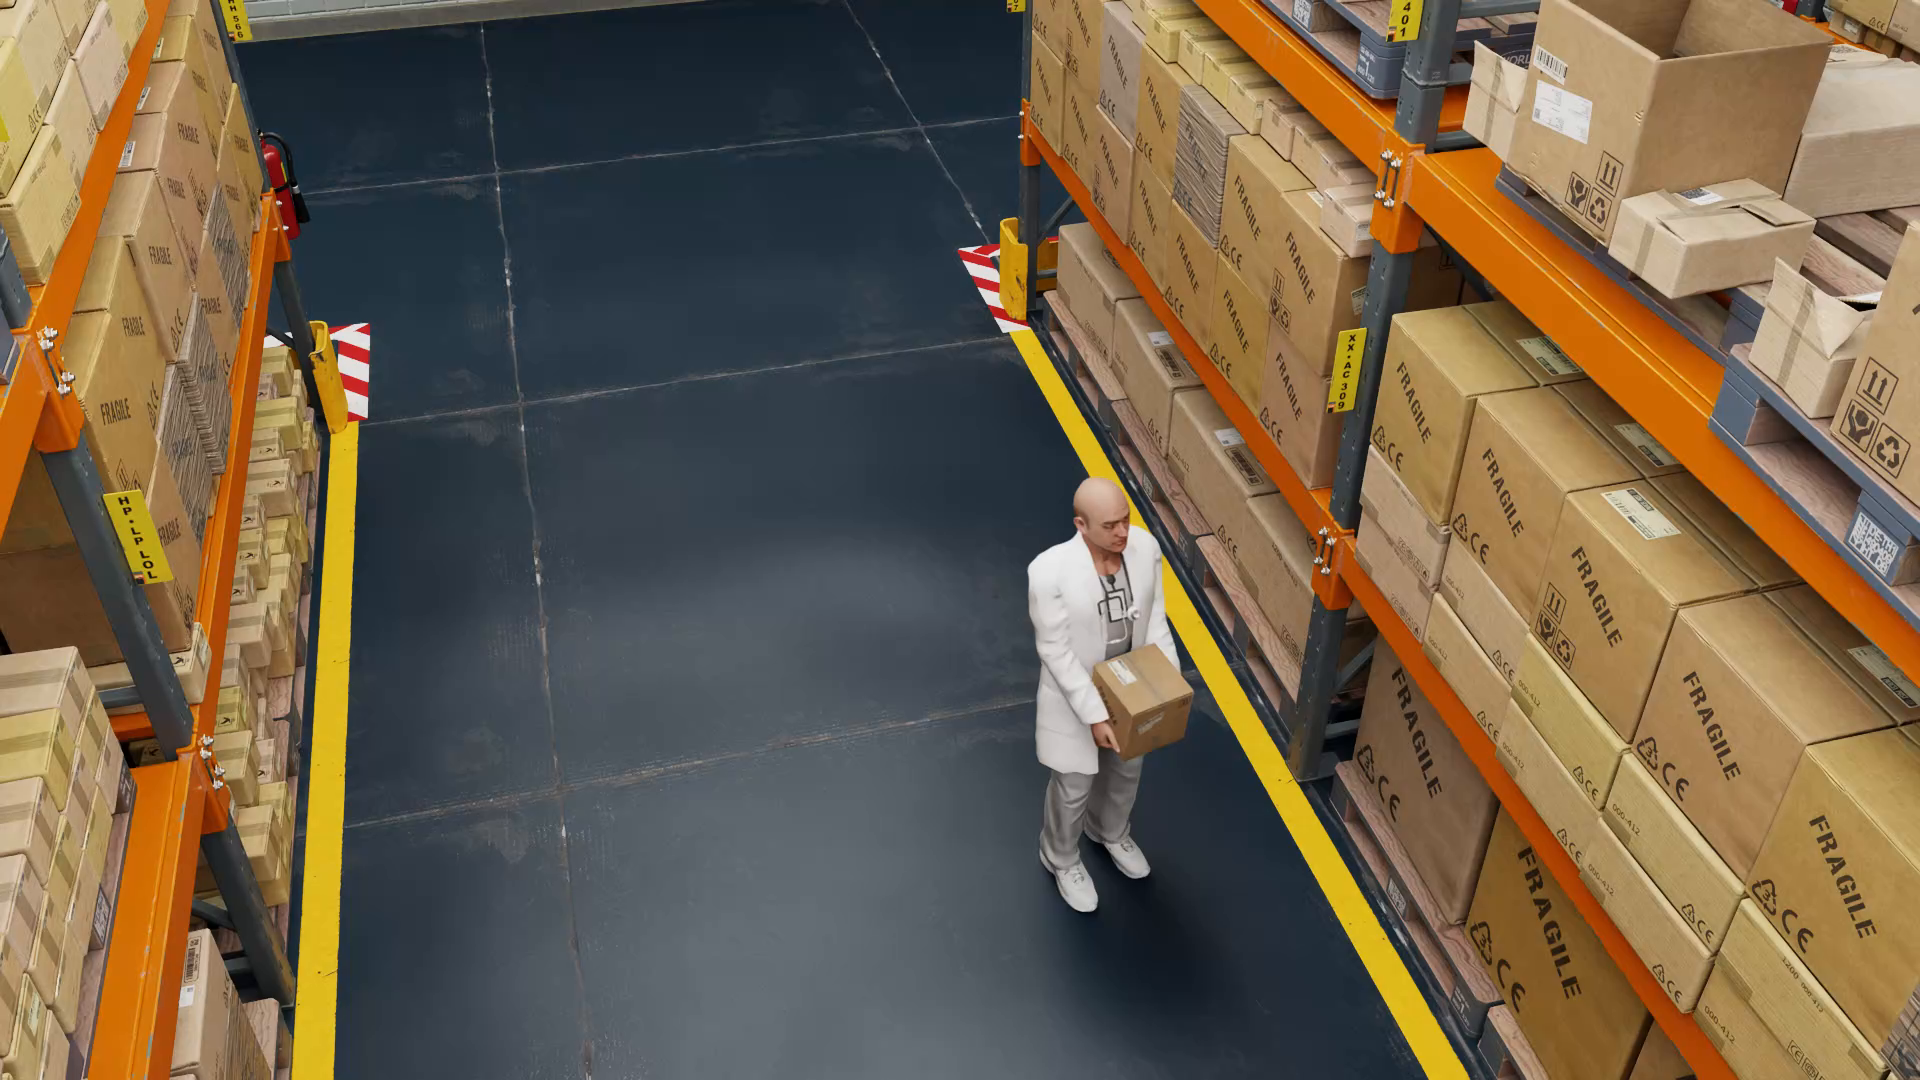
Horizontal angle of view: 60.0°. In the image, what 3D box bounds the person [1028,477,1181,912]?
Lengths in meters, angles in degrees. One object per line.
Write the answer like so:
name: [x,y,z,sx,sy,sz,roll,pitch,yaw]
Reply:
person: [0.532,0.637,5.981,0.514,1.685,0.545,-18,41,-22]
